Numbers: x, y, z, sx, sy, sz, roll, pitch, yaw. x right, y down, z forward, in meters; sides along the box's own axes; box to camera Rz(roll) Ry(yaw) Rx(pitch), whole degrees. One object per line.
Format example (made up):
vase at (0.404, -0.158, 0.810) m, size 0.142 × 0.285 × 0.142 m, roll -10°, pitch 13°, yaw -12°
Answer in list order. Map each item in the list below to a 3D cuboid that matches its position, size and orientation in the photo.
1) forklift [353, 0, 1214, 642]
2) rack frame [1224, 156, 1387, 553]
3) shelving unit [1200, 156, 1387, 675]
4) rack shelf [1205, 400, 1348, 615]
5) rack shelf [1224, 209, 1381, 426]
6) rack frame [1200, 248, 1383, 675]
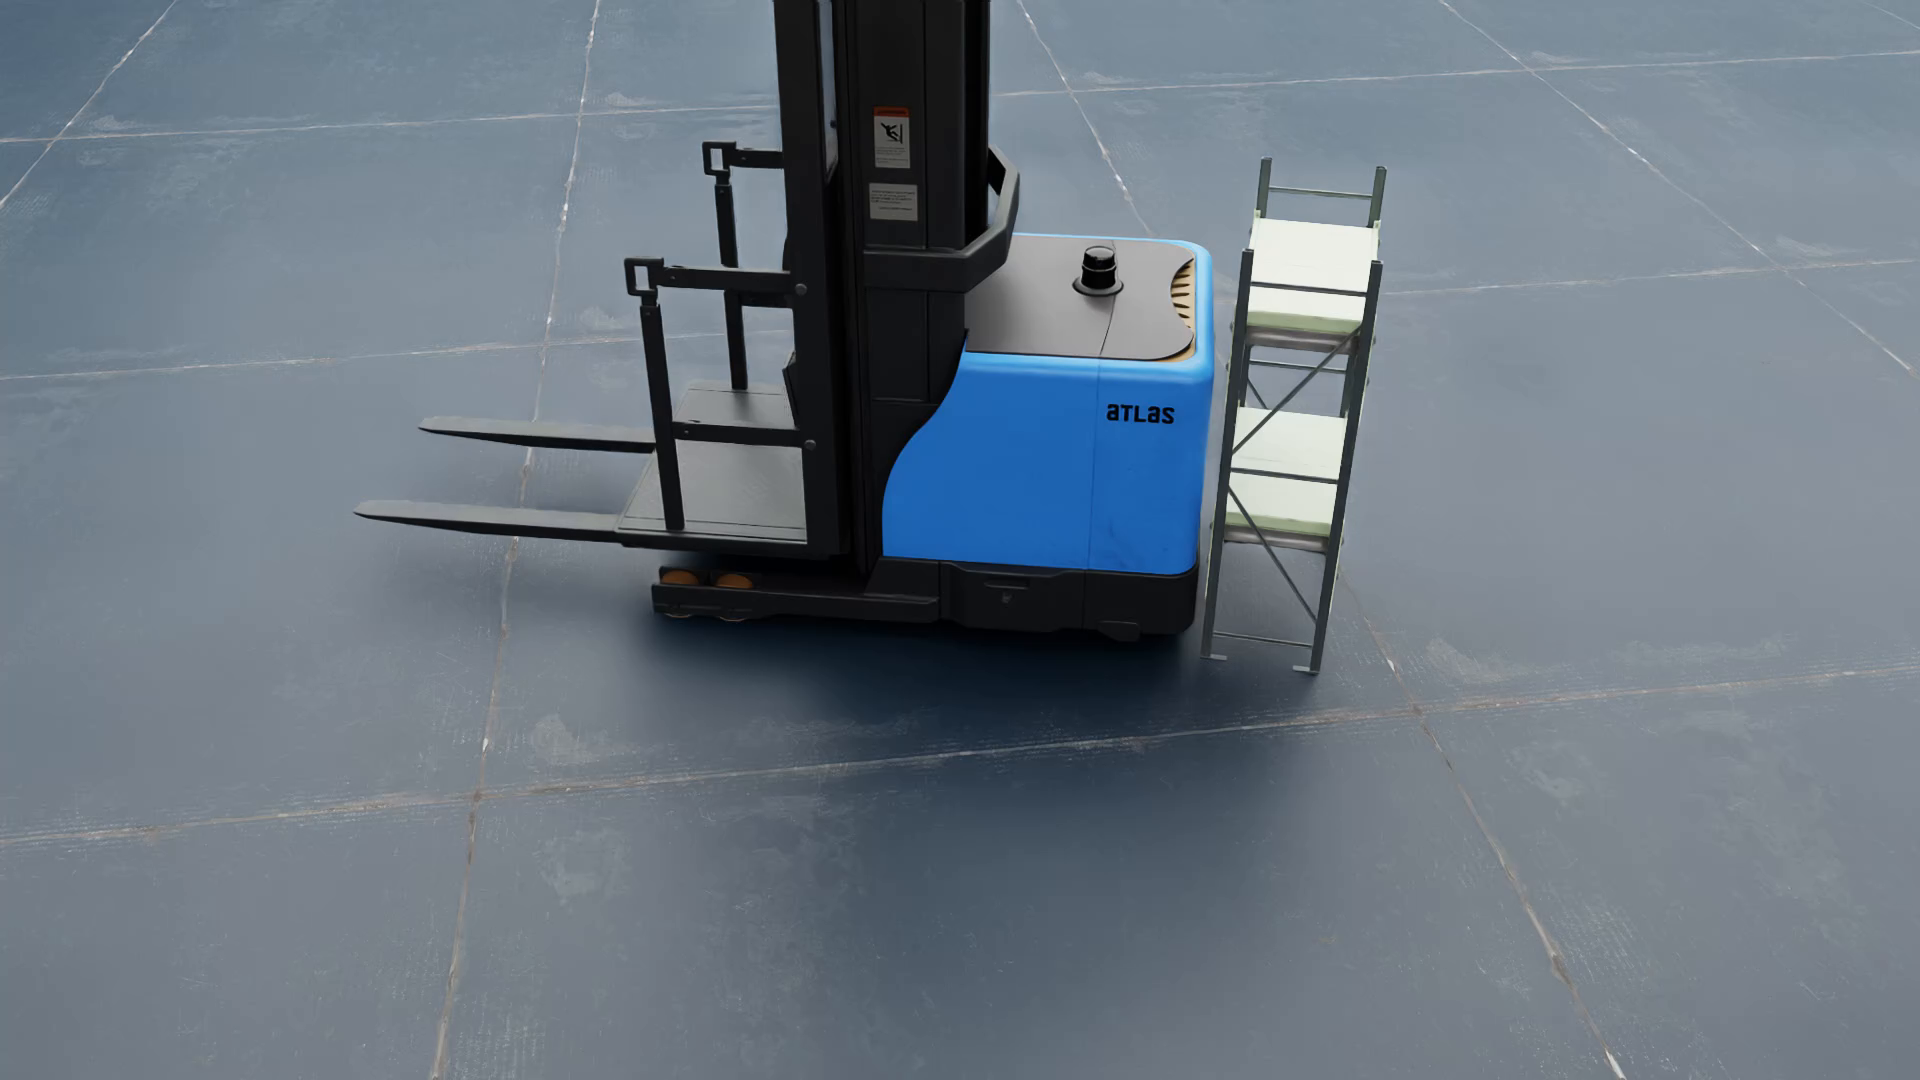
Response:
forklift at (-0.651, -1.215, 5.430) m, size 3.031 × 2.935 × 1.130 m, roll 4°, pitch 34°, yaw 5°
rack frame at (1.177, -0.600, 5.799) m, size 0.400 × 1.500 × 0.023 m, roll 7°, pitch 35°, yaw 11°
shelving unit at (1.096, -0.399, 5.504) m, size 0.431 × 1.500 × 0.755 m, roll 7°, pitch 35°, yaw 11°
rack shelf at (1.095, -0.130, 5.687) m, size 0.431 × 0.370 × 0.720 m, roll 7°, pitch 35°, yaw 11°
rack shelf at (1.096, -0.722, 5.284) m, size 0.431 × 0.370 × 0.720 m, roll 7°, pitch 35°, yaw 11°
rack frame at (1.014, -0.198, 5.209) m, size 0.400 × 1.500 × 0.023 m, roll 7°, pitch 35°, yaw 11°
